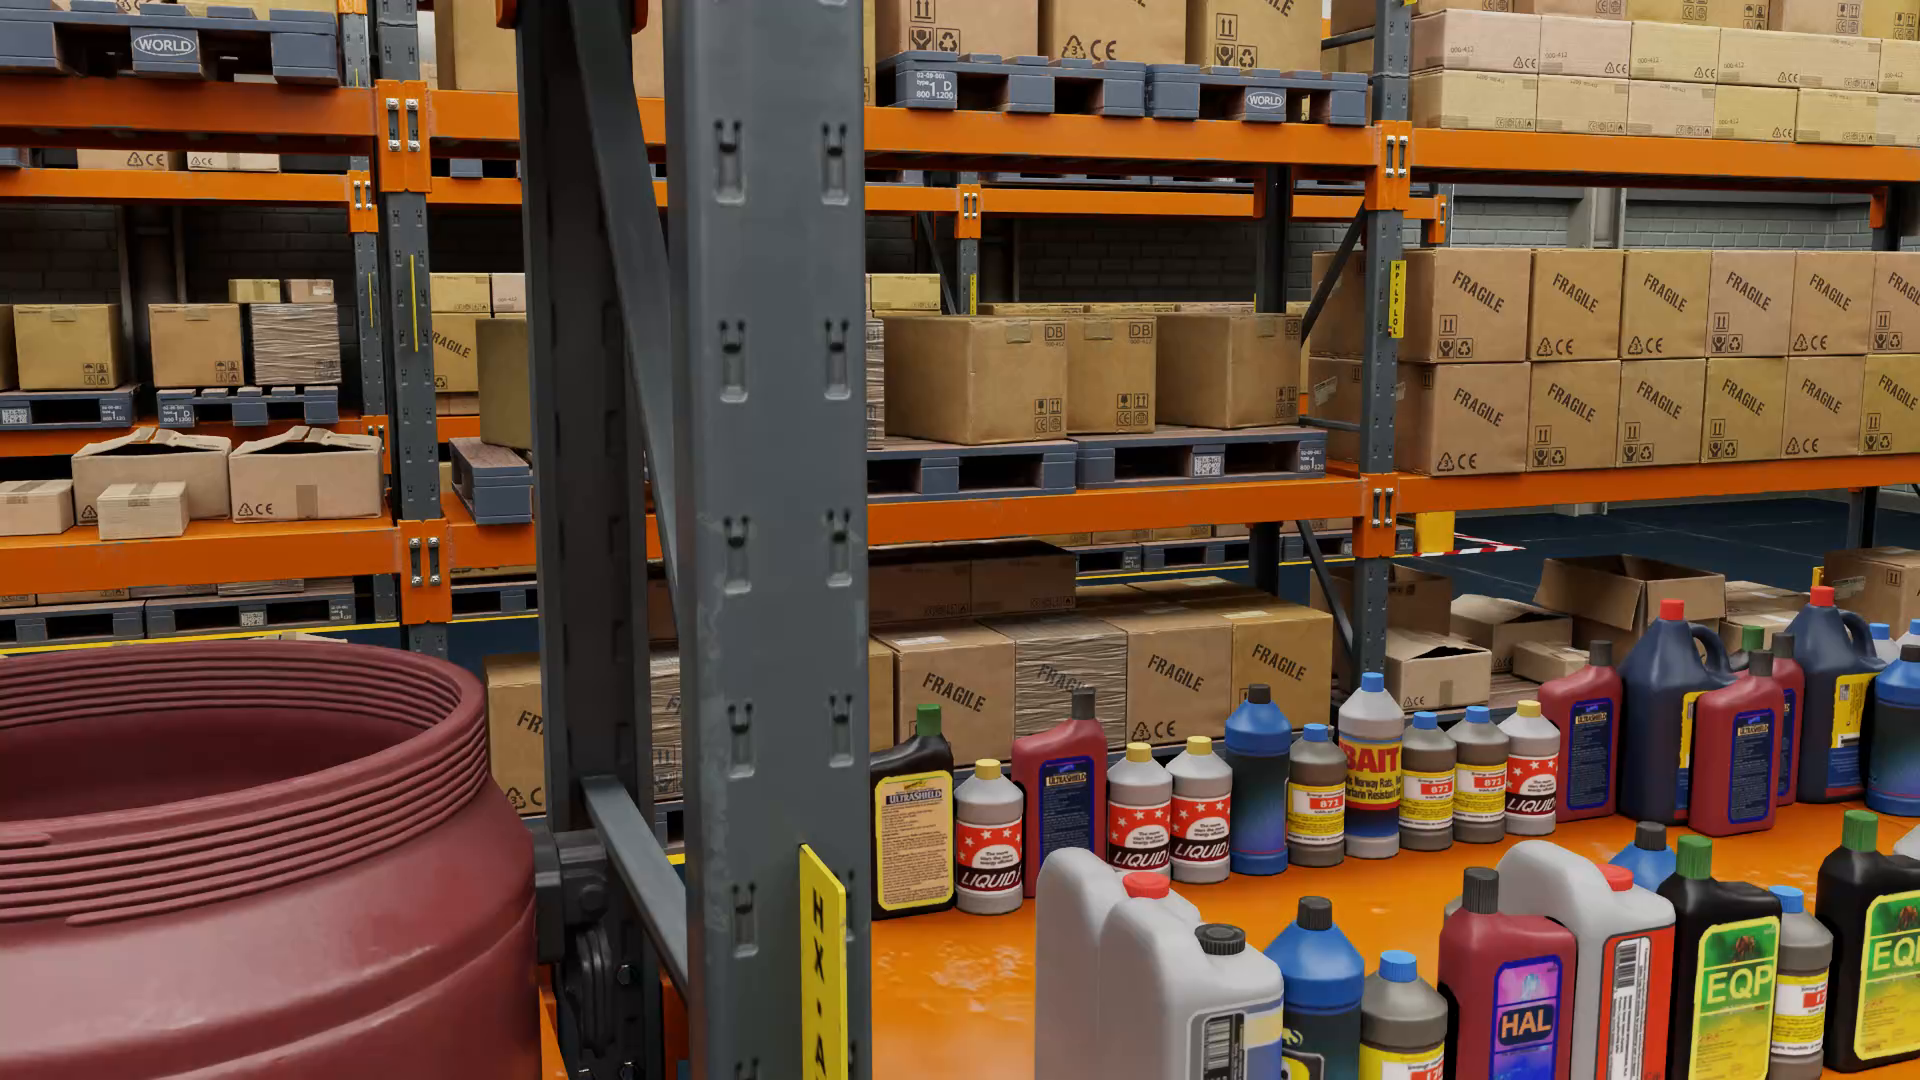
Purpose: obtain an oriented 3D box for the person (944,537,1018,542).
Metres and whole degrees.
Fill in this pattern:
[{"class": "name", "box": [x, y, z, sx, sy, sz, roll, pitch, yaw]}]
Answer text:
[{"class": "person", "box": [0.116, -0.178, 9.554, 0.594, 1.725, 0.390, -4, 10, -24]}]
